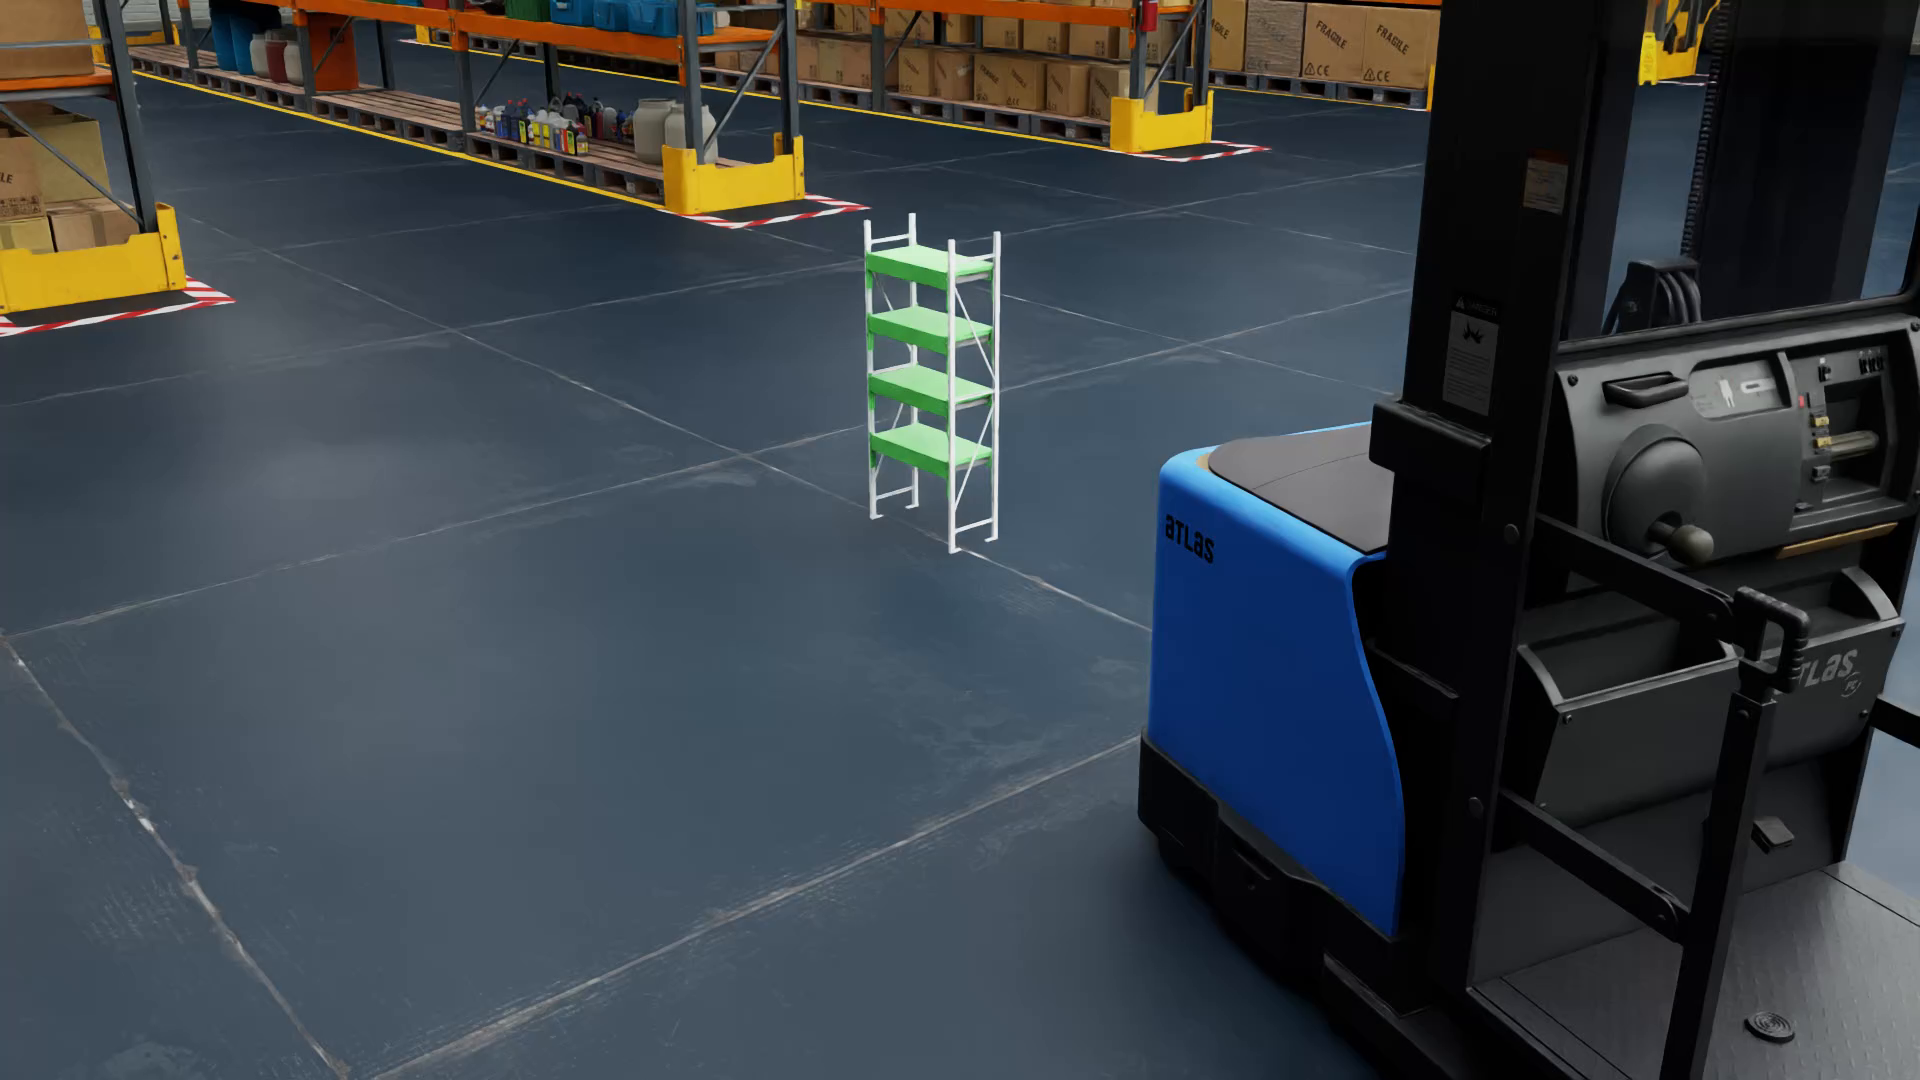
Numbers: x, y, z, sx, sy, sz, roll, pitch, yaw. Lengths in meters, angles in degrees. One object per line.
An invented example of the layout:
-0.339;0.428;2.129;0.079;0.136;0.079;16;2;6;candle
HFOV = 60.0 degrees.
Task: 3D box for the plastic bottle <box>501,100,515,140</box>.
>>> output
-4.113;-3.851;15.231;0.144;0.351;0.185;-17;27;-36;plastic bottle

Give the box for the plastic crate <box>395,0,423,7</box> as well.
-5.282;-5.424;16.242;0.392;0.384;0.575;-17;27;-37;plastic crate

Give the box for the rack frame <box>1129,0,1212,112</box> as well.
2.037;-5.275;15.839;1.000;3.000;0.127;-17;27;-37;rack frame

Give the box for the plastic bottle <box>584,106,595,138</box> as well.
-3.412;-3.858;15.342;0.061;0.283;0.133;-17;27;-37;plastic bottle

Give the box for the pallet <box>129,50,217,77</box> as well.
-10.858;-6.644;23.158;1.003;0.211;1.213;-17;27;-37;pallet

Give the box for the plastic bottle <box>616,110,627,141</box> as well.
-3.084;-3.784;15.169;0.097;0.271;0.097;0;21;0;plastic bottle

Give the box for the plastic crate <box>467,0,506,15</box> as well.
-4.081;-4.997;15.215;0.767;0.338;0.504;-17;27;-37;plastic crate

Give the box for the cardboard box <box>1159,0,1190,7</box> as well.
2.032;-5.293;16.230;0.380;0.149;0.250;-17;27;-37;cardboard box

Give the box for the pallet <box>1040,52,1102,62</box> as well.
1.888;-6.767;23.472;1.003;0.211;1.213;-17;27;-37;pallet

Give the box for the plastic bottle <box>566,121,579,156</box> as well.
-3.336;-3.467;14.344;0.061;0.283;0.133;-17;27;-36;plastic bottle

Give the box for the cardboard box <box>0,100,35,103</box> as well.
-6.966;-2.933;12.026;0.500;0.500;0.500;-17;27;-37;cardboard box

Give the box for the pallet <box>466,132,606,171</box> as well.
-3.919;-3.707;15.659;1.003;0.211;1.213;-17;27;-37;pallet

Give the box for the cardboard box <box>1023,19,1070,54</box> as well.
1.541;-7.356;23.660;1.050;0.750;0.750;-17;27;-37;cardboard box

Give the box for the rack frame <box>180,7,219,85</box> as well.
-9.548;-7.411;21.293;1.000;3.000;0.127;-17;27;-37;rack frame

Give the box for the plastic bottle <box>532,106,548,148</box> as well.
-3.713;-3.681;14.798;0.144;0.351;0.185;-18;27;-38;plastic bottle

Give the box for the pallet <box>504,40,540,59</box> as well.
-6.233;-7.521;25.396;1.003;0.211;1.213;-17;27;-37;pallet

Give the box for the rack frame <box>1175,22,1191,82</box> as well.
3.250;-7.533;21.604;1.000;3.000;0.127;-17;27;-37;rack frame

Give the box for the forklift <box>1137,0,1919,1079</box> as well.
1.562;-0.169;2.898;1.130;2.935;3.031;-10;23;-24;forklift

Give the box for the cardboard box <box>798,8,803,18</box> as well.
-2.605;-8.833;27.848;0.380;0.149;0.250;-19;28;-40;cardboard box

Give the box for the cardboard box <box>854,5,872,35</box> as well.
-1.344;-8.362;26.571;0.500;0.500;0.500;-16;26;-35;cardboard box

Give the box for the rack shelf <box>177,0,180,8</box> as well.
-10.853;-7.629;22.835;1.077;0.370;4.000;-17;27;-37;rack shelf

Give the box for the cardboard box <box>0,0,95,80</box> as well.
-5.765;-3.096;10.139;0.700;0.500;0.500;-17;27;-37;cardboard box

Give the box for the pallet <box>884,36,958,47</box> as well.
-0.662;-7.893;26.346;1.003;0.211;1.213;-17;27;-37;pallet

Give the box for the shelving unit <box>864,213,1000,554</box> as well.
-0.108;-0.604;6.382;0.258;1.200;0.503;-17;27;-37;shelving unit

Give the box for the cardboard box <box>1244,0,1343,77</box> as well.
4.199;-6.301;20.795;0.875;0.875;0.875;-17;27;-37;cardboard box

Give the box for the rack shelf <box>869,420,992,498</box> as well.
-0.108;-0.321;6.493;0.258;0.148;0.480;-17;27;-37;rack shelf

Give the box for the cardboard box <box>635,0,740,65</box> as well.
-3.619;-6.887;22.292;1.225;0.875;0.875;-19;28;-40;cardboard box

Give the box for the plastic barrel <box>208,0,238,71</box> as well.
-9.206;-6.475;21.205;0.600;0.901;0.708;-17;27;-37;plastic barrel

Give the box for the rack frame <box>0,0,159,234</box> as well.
-5.470;-2.918;9.820;1.000;3.000;0.127;-17;27;-37;rack frame

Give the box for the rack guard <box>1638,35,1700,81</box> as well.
9.495;-6.491;22.371;1.175;0.500;0.348;-17;27;-37;rack guard

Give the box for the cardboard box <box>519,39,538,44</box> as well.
-6.166;-7.998;25.128;0.875;0.875;0.875;-17;27;-37;cardboard box

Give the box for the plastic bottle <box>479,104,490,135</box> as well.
-4.450;-3.943;15.576;0.097;0.271;0.097;0;21;0;plastic bottle

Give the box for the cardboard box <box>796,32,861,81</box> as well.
-1.621;-5.886;20.224;0.500;0.500;0.700;20;29;41;cardboard box

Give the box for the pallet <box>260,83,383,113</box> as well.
-7.483;-5.216;19.511;1.003;0.211;1.213;-17;27;-37;pallet

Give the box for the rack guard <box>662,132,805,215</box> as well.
-1.800;-2.942;13.309;1.175;0.500;0.348;-17;27;-37;rack guard

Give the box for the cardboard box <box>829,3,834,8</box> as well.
-2.040;-9.033;27.950;0.380;0.149;0.250;-16;27;-35;cardboard box

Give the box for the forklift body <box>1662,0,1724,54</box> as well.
10.683;-8.511;25.265;2.313;2.155;1.214;-17;27;-37;forklift body

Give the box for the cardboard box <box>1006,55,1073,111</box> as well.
0.832;-4.818;17.523;0.500;0.500;0.500;-14;26;-33;cardboard box

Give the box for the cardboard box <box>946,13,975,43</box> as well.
0.011;-7.789;25.110;0.500;0.500;0.500;-18;27;-38;cardboard box

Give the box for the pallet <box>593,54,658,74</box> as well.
-4.434;-6.759;23.452;1.003;0.211;1.213;-17;27;-37;pallet

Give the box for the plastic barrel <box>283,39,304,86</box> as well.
-7.706;-5.609;19.527;0.421;0.512;0.421;0;21;0;plastic barrel

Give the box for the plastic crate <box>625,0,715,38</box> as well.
-2.268;-4.094;13.027;0.499;0.251;0.616;-17;27;-37;plastic crate

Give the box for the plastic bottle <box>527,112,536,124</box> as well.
-3.866;-3.730;15.031;0.097;0.271;0.097;0;21;0;plastic bottle

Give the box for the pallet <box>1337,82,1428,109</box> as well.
5.280;-5.332;19.807;1.003;0.211;1.213;-17;27;-37;pallet

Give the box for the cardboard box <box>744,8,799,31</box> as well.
-2.371;-6.553;20.898;0.500;0.250;0.500;-14;25;-32;cardboard box

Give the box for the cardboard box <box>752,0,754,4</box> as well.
-3.388;-9.362;28.792;0.380;0.149;0.250;-17;27;-37;cardboard box

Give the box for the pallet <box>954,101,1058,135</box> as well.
0.692;-4.567;17.855;1.003;0.211;1.213;-17;27;-37;pallet

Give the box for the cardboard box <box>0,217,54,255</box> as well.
-6.044;-1.911;10.444;0.500;0.250;0.500;-17;27;-37;cardboard box

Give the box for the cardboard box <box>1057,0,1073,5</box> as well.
1.178;-5.386;16.468;0.380;0.149;0.250;-17;27;-37;cardboard box
